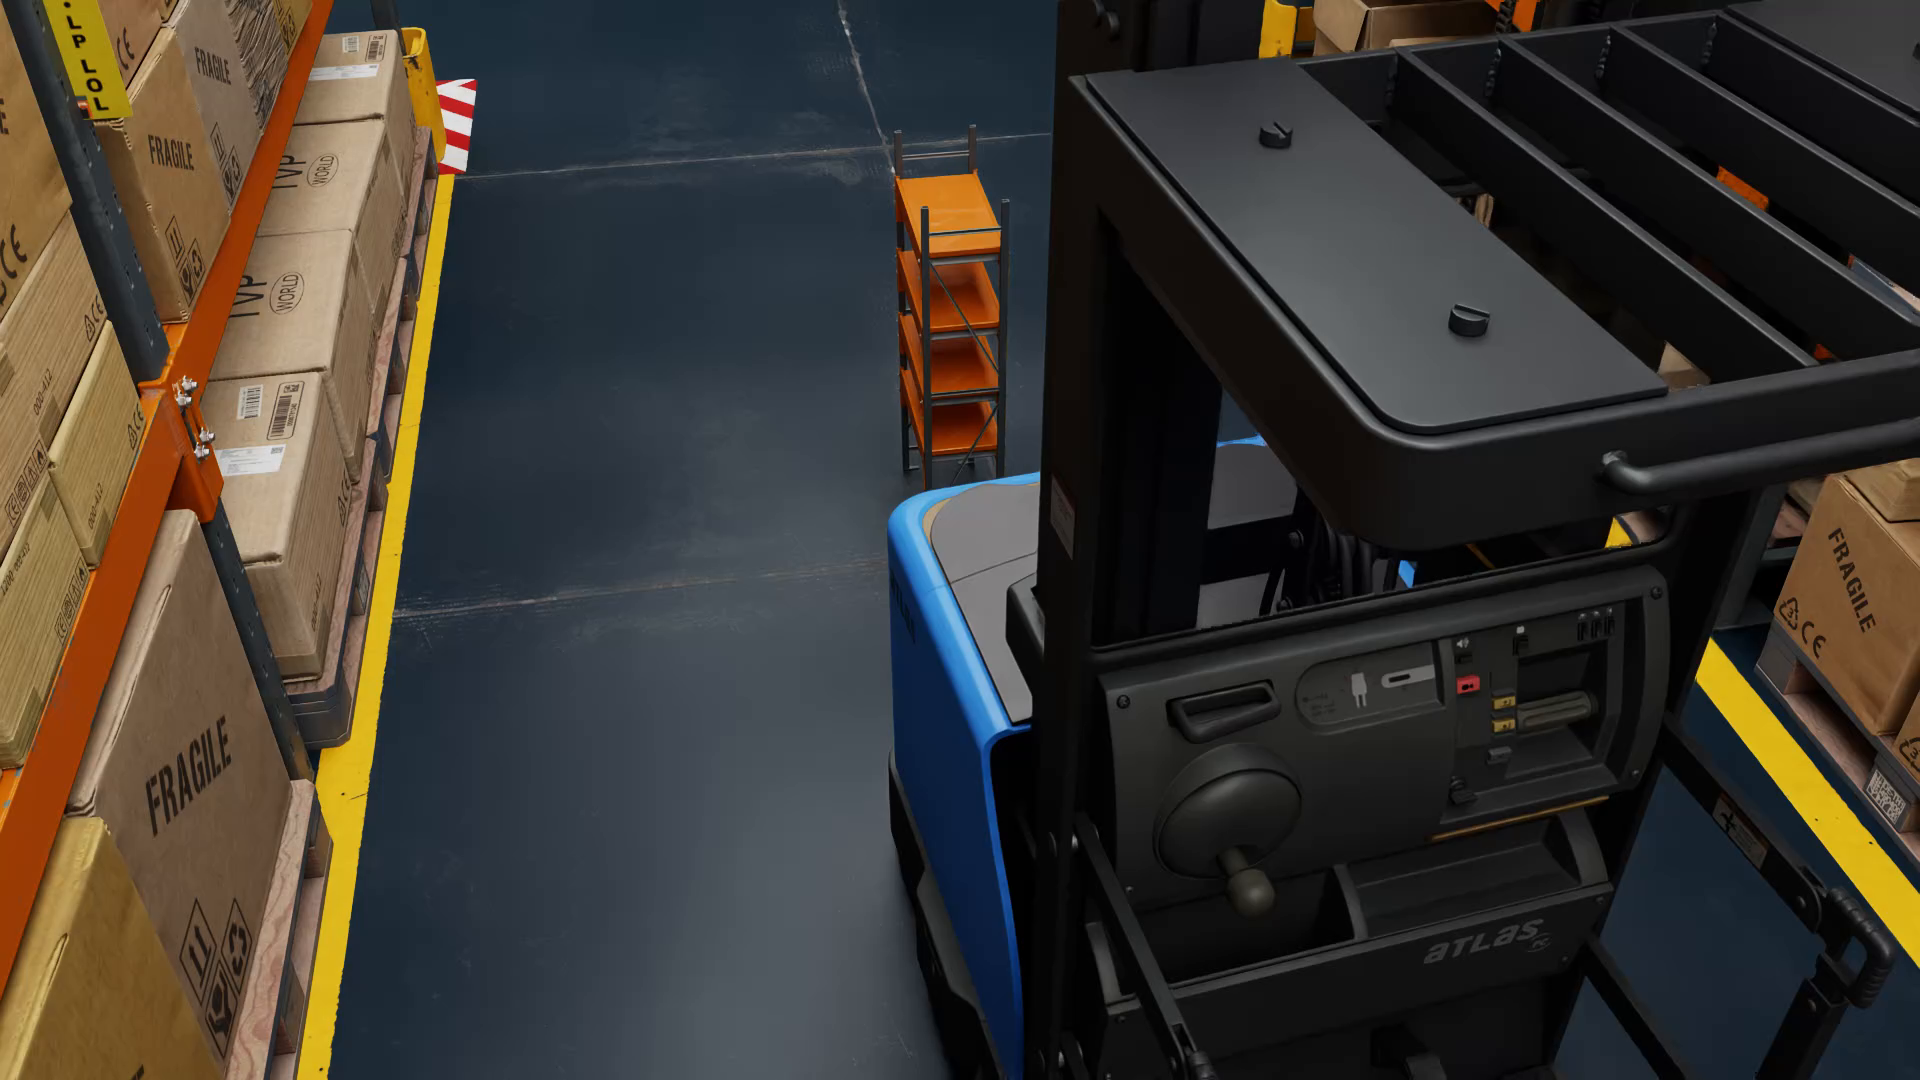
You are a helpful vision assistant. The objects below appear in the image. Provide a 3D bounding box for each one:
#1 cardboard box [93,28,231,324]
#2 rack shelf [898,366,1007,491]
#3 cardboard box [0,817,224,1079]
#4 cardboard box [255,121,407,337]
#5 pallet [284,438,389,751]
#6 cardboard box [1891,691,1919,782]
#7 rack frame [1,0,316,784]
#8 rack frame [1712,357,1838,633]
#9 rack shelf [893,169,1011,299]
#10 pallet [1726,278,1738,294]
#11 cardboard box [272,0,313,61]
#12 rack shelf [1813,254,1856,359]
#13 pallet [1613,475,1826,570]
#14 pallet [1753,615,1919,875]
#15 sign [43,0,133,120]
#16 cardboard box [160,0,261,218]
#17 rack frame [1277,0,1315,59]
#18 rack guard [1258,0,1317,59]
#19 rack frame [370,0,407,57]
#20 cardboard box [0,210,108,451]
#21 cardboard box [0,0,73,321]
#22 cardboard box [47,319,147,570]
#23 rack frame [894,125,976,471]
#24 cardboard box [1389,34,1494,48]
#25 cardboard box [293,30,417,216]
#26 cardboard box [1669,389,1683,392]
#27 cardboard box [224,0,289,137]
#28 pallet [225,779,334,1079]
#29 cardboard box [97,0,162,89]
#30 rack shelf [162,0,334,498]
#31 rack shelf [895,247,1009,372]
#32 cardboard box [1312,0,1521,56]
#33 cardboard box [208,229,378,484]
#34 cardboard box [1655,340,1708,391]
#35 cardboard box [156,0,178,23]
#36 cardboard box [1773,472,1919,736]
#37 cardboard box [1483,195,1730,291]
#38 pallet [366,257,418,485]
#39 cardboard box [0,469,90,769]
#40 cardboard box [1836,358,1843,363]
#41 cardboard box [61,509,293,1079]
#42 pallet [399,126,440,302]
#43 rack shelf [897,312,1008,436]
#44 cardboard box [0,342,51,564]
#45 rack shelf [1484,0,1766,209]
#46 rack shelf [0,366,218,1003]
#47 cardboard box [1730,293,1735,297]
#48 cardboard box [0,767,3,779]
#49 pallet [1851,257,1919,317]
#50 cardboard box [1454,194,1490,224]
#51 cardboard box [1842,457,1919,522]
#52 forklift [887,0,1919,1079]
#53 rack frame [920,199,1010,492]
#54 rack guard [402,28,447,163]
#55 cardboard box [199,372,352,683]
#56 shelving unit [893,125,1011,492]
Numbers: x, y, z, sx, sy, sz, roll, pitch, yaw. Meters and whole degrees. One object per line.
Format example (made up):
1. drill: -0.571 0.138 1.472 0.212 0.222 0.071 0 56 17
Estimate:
1. cardboard box: -2.027 -0.816 3.773 0.500 0.500 0.500 -5 38 -6
2. rack shelf: -0.029 -0.364 5.174 0.258 0.148 0.480 -6 38 -8
3. cardboard box: -1.849 1.119 2.754 0.875 0.875 0.875 -5 38 -7
4. cardboard box: -2.521 -1.095 5.960 0.875 0.438 0.875 -5 38 -7
5. pallet: -2.259 0.169 4.860 1.003 0.211 1.213 -6 38 -8
6. cardboard box: 2.650 0.458 3.911 0.500 0.500 0.500 -7 38 -9
7. rack frame: -2.203 -0.465 3.403 1.000 3.000 0.127 -6 38 -8
8. rack frame: 2.684 -1.001 4.093 1.000 3.000 0.127 -6 38 -8
9. rack shelf: -0.029 -0.884 4.770 0.258 0.148 0.480 -6 38 -8
10. pallet: 2.347 -1.053 6.433 1.003 0.211 1.213 -6 38 -8
11. cardboard box: -2.282 -1.732 4.953 0.500 0.500 0.500 -5 38 -7
12. rack shelf: 3.034 0.491 2.759 1.077 0.370 4.000 -6 38 -8
13. pallet: 2.564 -0.314 5.483 1.003 0.211 1.213 -6 38 -8
14. pallet: 2.863 0.588 4.321 1.003 0.211 1.213 -6 38 -8
15. sign: -1.670 -0.955 3.155 0.100 0.325 0.005 -6 38 -8
16. cardboard box: -2.111 -1.120 4.165 0.500 0.500 0.500 -6 38 -8
17. rack frame: 1.982 -3.417 7.203 1.000 3.000 0.127 -6 38 -8
18. rack guard: 1.996 -2.384 7.911 1.175 0.500 0.348 -6 38 -8
19. rack frame: -2.904 -2.881 6.513 1.000 3.000 0.127 -6 38 -8
20. cardboard box: -1.886 -0.363 2.986 0.500 0.250 0.500 -6 38 -8
21. cardboard box: -1.877 -0.656 2.753 0.500 0.500 0.500 -5 38 -6
22. cardboard box: -1.876 -0.161 3.135 0.500 0.250 0.500 -7 38 -9
23. rack frame: -0.072 -0.721 5.200 0.240 1.200 0.015 -6 38 -8
24. cardboard box: 2.108 -1.695 6.682 0.700 0.500 0.500 -5 38 -6
25. cardboard box: -2.690 -1.647 6.671 0.875 0.438 0.875 -7 38 -9
26. cardboard box: 2.297 -0.346 5.231 0.380 0.149 0.250 -7 38 -9
27. cardboard box: -2.192 -1.421 4.553 0.500 0.500 0.500 -6 38 -8
28. pallet: -1.993 1.095 3.669 1.003 0.211 1.213 -6 38 -8
29. cardboard box: -2.048 -1.213 3.469 0.500 0.500 0.500 -6 38 -8
30. rack shelf: -2.553 -1.388 5.179 1.077 0.370 4.000 -6 38 -8
31. rack shelf: -0.029 -0.697 4.915 0.258 0.148 0.480 -6 38 -8
32. cardboard box: 1.996 -2.217 7.351 0.797 0.503 0.637 -8 38 -10
33. cardboard box: -2.365 -0.550 5.259 0.875 0.438 0.875 -7 38 -9
34. cardboard box: 2.234 -0.607 5.473 0.396 0.266 0.258 -5 38 -6
35. cardboard box: -2.130 -1.518 3.863 0.500 0.500 0.500 -7 38 -9
36. cardboard box: 2.547 0.137 4.324 0.500 0.500 0.500 -5 38 -6
37. cardboard box: 2.290 -1.068 5.875 0.700 0.500 0.500 -8 38 -10
38. pallet: -2.476 -0.569 5.811 1.003 0.211 1.213 -6 38 -8
39. cardboard box: -1.788 0.146 2.739 0.500 0.250 0.500 -7 38 -9
40. cardboard box: 2.800 -0.529 5.335 0.500 0.311 0.500 -5 38 -6
41. cardboard box: -2.015 0.575 3.455 0.875 0.875 0.875 -5 38 -7
42. pallet: -2.687 -1.305 6.758 1.003 0.211 1.213 -6 38 -8
43. rack shelf: -0.029 -0.521 5.052 0.258 0.148 0.480 -6 38 -8
44. cardboard box: -1.791 -0.061 2.599 0.500 0.250 0.500 -5 38 -7
45. rack shelf: 2.333 -1.925 5.869 1.077 0.370 4.000 -6 38 -8
46. rack shelf: -1.852 1.028 2.069 1.077 0.370 4.000 -6 38 -8
47. cardboard box: 2.724 -0.727 5.722 0.380 0.149 0.250 -7 38 -9
48. cardboard box: -1.718 0.453 2.344 0.500 0.250 0.500 -7 38 -9
49. pallet: 2.716 -0.430 3.516 1.003 0.211 1.213 -6 38 -8
50. cardboard box: 2.102 -1.365 6.257 0.500 0.500 0.500 -6 38 -7
51. cardboard box: 2.485 -0.190 4.216 0.380 0.149 0.250 -5 38 -6
52. forklift: 0.725 0.380 2.372 1.130 2.935 3.031 -10 39 -13
53. rack frame: 0.014 -0.426 4.821 0.240 1.200 0.015 -6 38 -8
54. rack guard: -2.908 -1.908 7.298 1.175 0.500 0.348 -6 38 -8
55. cardboard box: -2.207 -0.009 4.563 0.875 0.438 0.875 -7 38 -9
56. shelving unit: -0.029 -0.574 5.011 0.258 1.200 0.503 -6 38 -8
